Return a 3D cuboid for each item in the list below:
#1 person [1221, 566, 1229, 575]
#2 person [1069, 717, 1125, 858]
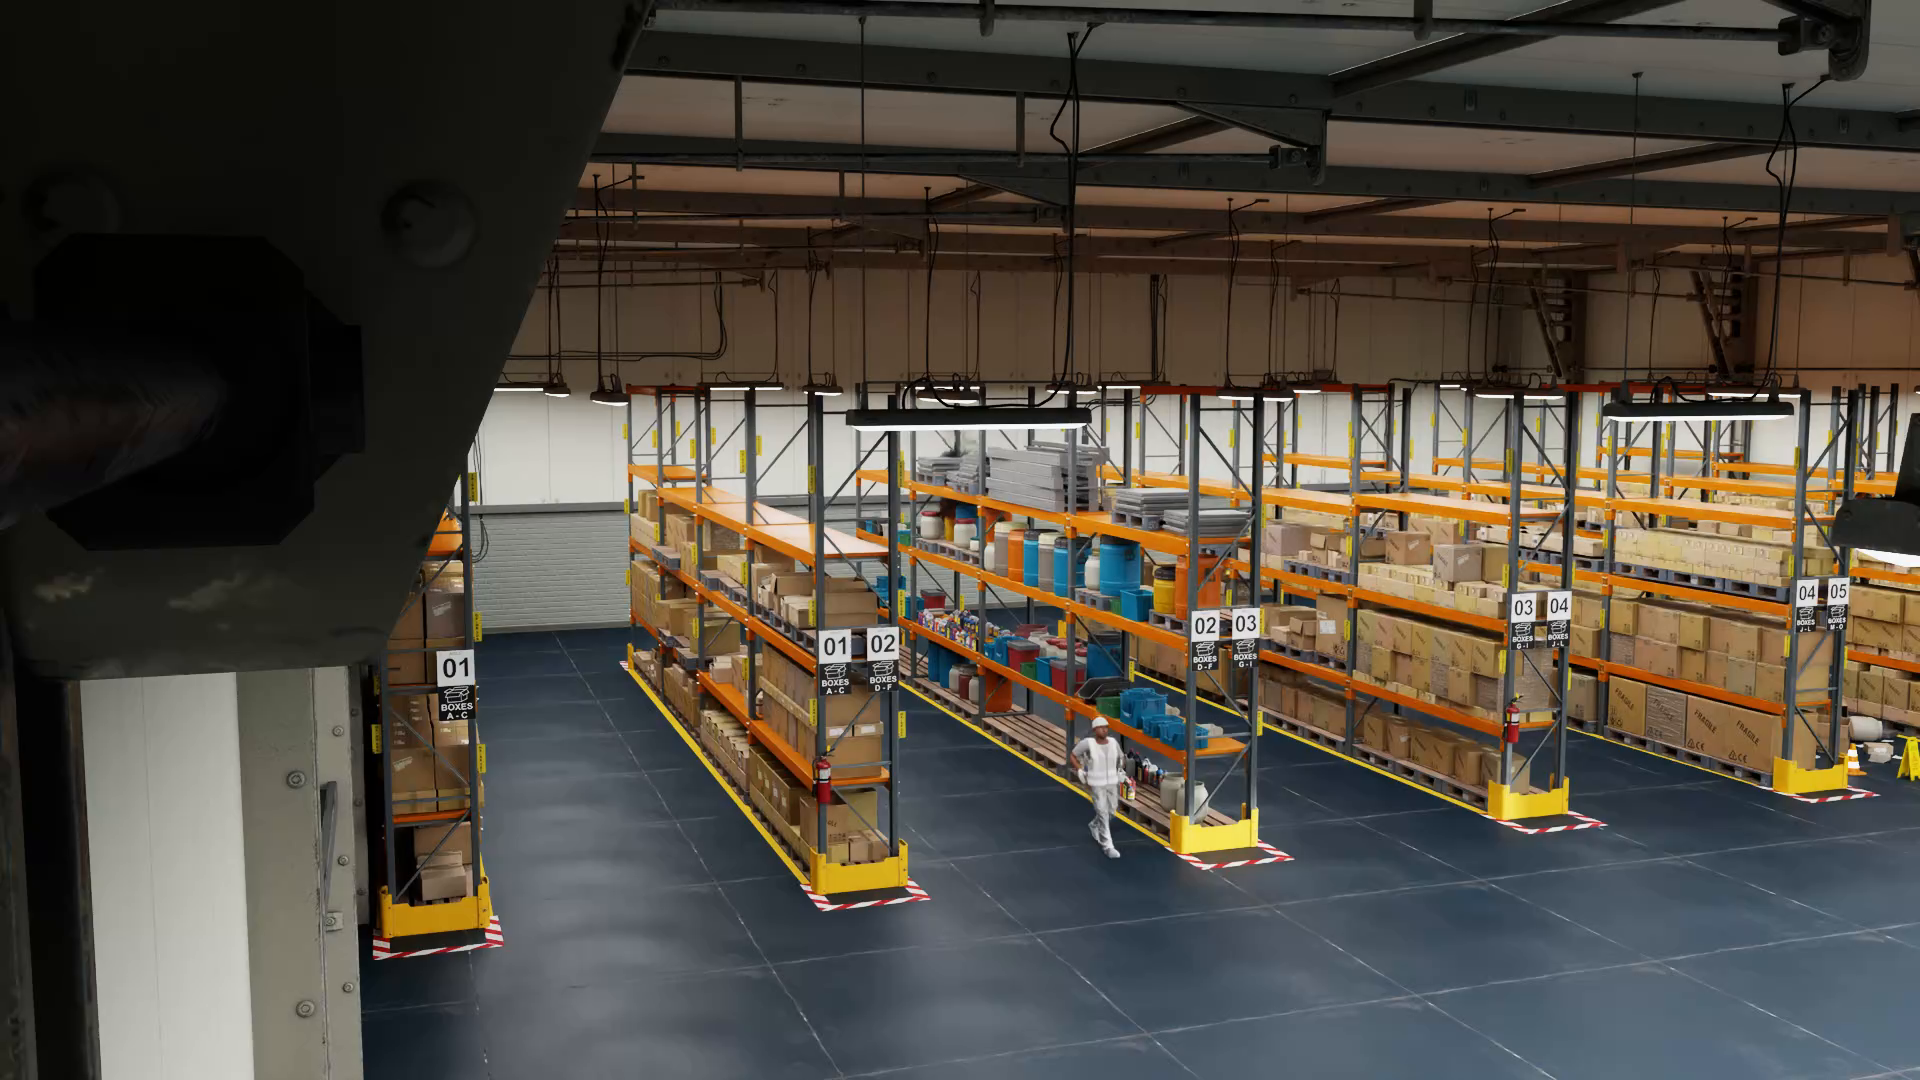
[{"bbox_3d":[6.417,1.289,40.867,0.842,1.658,0.701,5,8,40],"label":"person"},{"bbox_3d":[1.864,3.194,21.721,0.689,1.758,0.939,-3,7,-25],"label":"person"}]
